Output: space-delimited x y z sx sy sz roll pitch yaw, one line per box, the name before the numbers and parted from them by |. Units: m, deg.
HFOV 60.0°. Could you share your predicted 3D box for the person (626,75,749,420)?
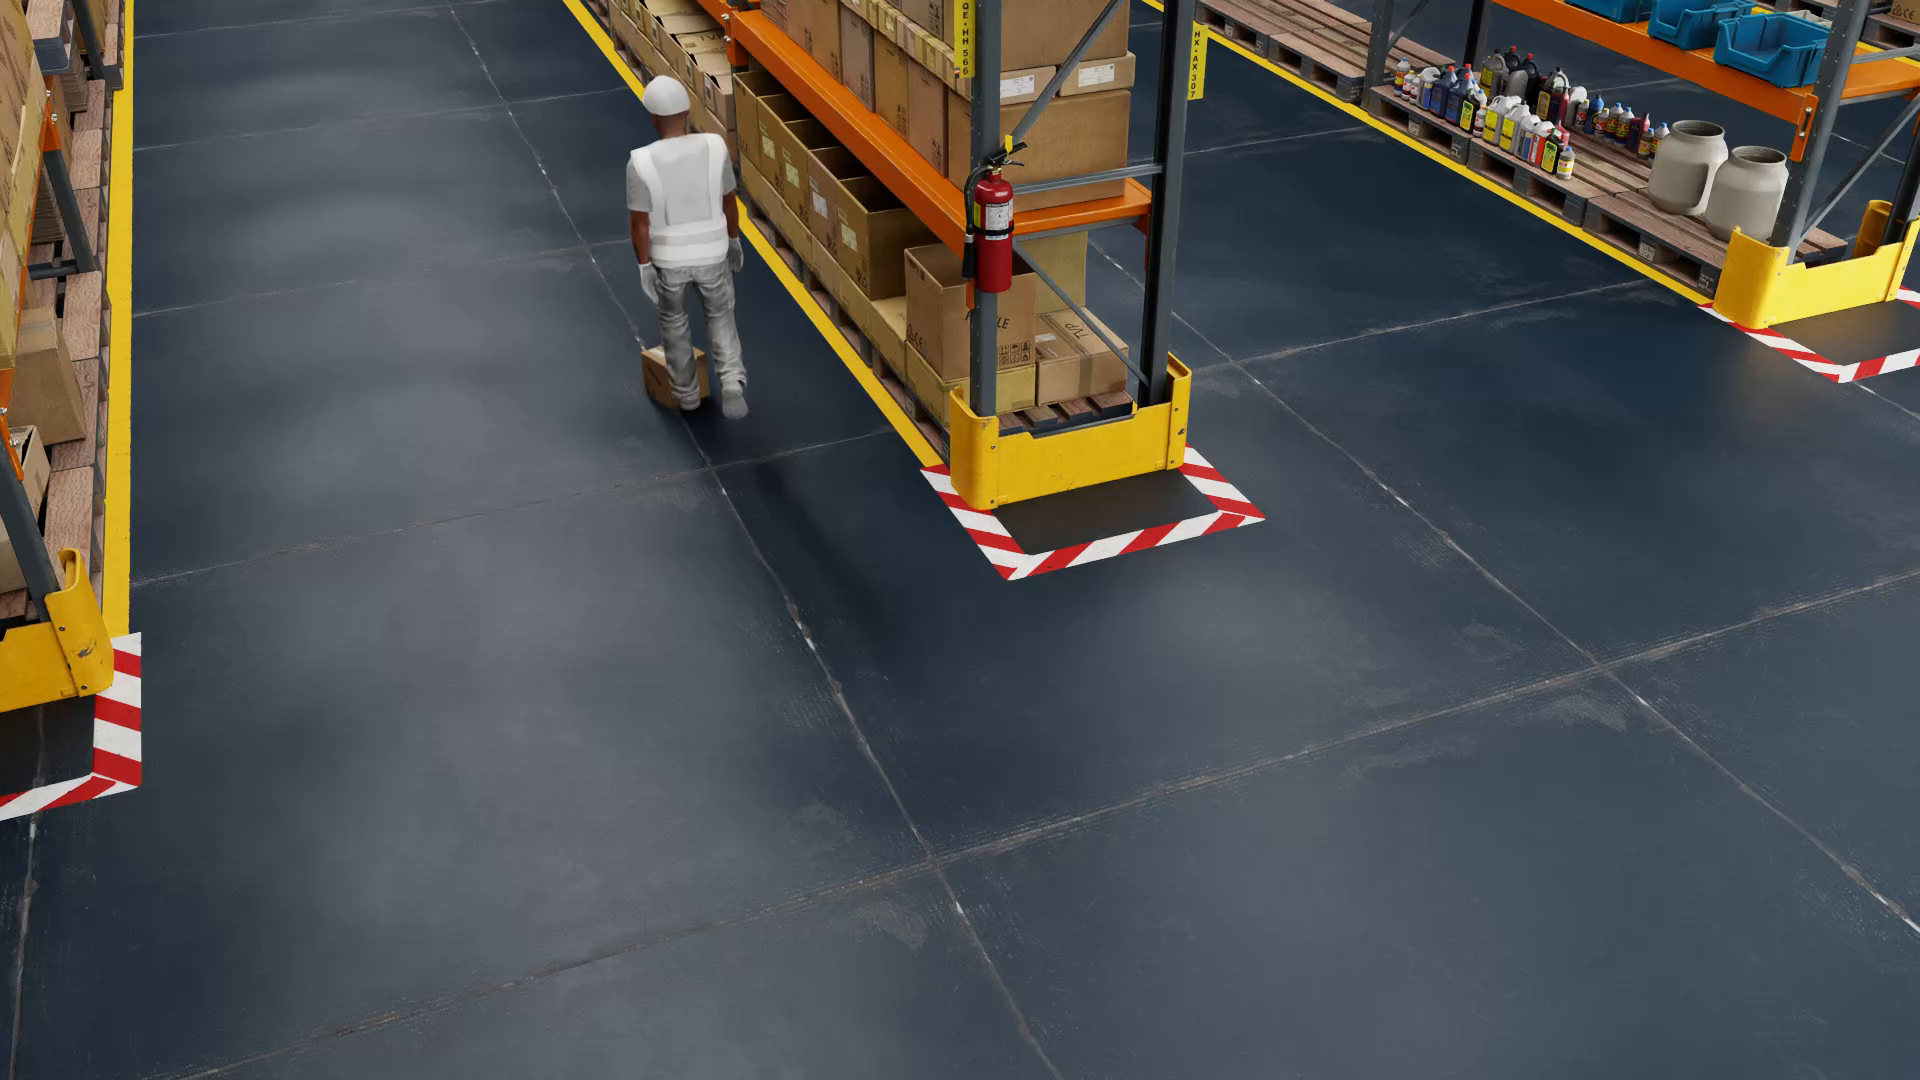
person | -1.331 -1.400 8.225 0.570 1.765 0.725 -11 35 -17
